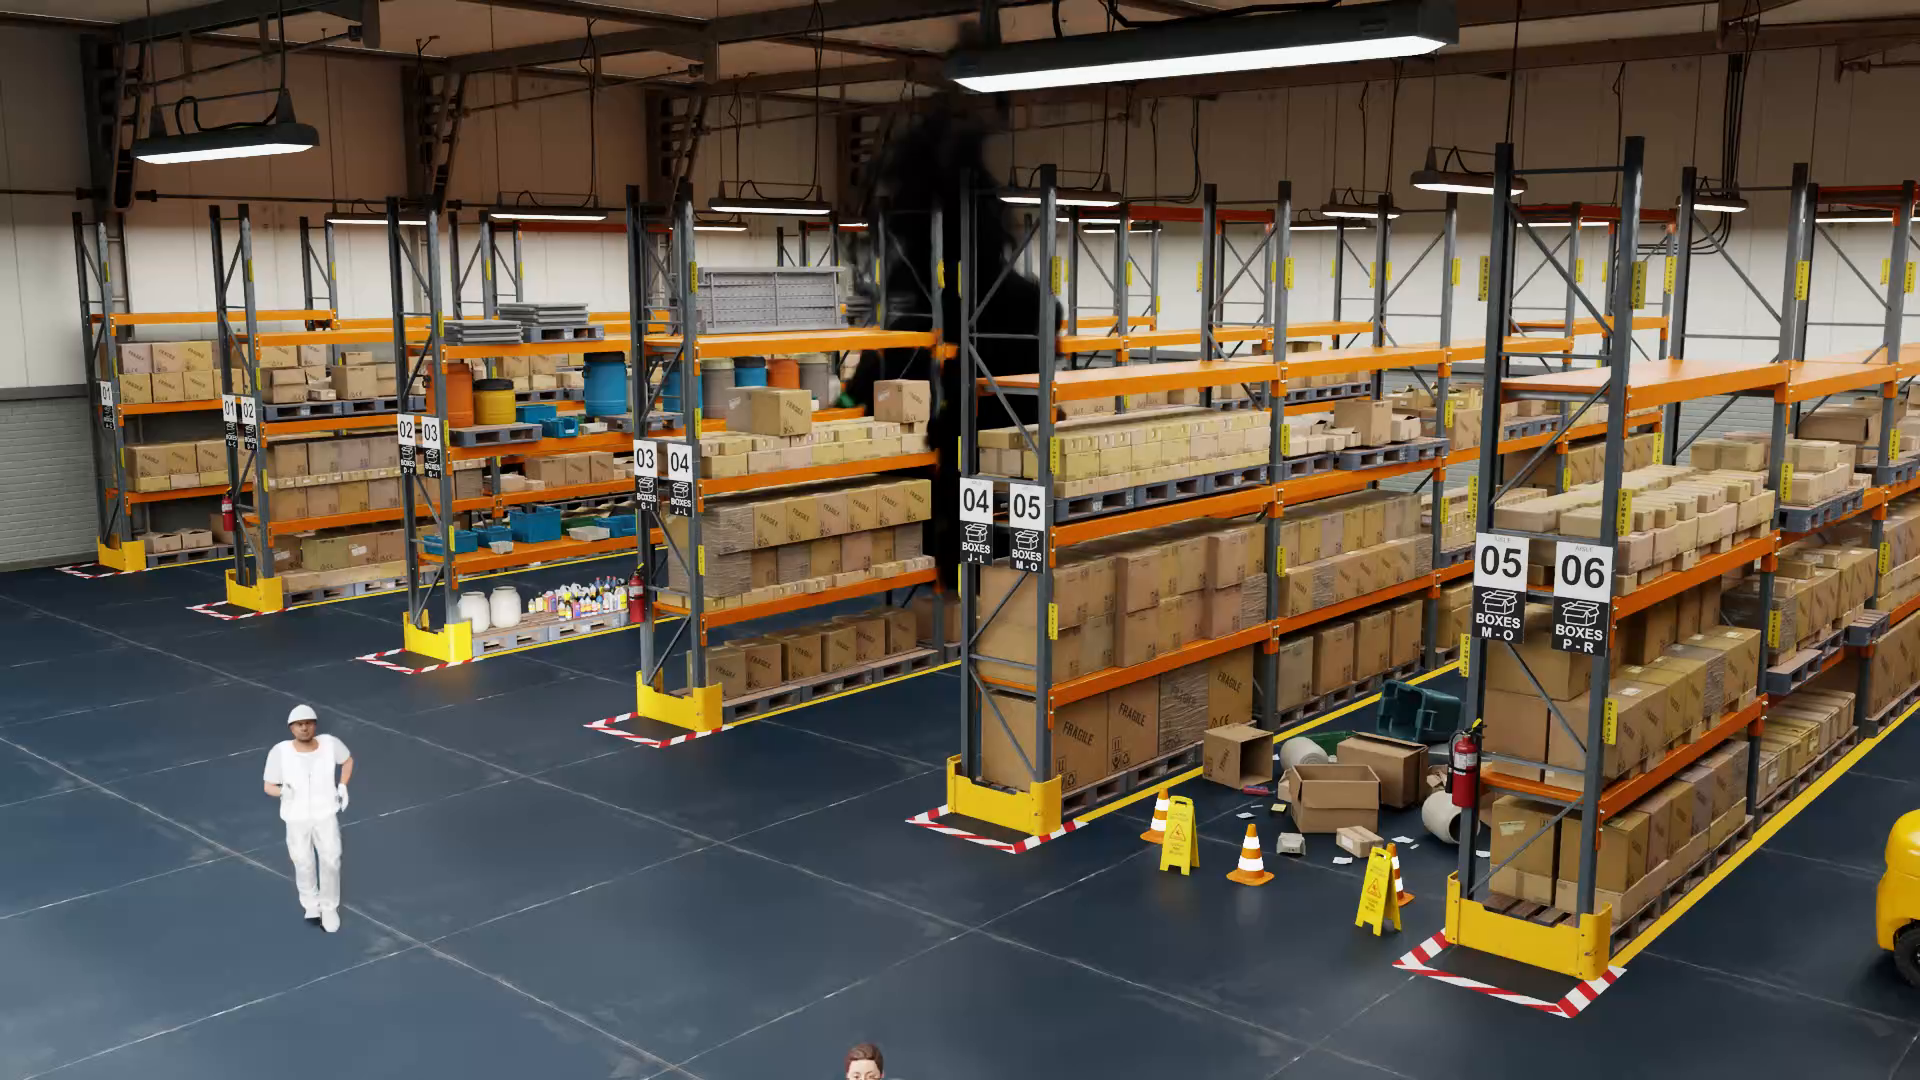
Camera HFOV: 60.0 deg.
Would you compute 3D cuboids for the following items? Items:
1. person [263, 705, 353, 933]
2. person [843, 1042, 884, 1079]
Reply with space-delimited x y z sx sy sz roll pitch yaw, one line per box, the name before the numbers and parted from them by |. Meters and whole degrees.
person | -5.027 2.174 12.900 0.659 1.807 0.685 -4 10 -22
person | -0.421 3.118 7.714 0.593 1.631 0.806 -1 10 -5
